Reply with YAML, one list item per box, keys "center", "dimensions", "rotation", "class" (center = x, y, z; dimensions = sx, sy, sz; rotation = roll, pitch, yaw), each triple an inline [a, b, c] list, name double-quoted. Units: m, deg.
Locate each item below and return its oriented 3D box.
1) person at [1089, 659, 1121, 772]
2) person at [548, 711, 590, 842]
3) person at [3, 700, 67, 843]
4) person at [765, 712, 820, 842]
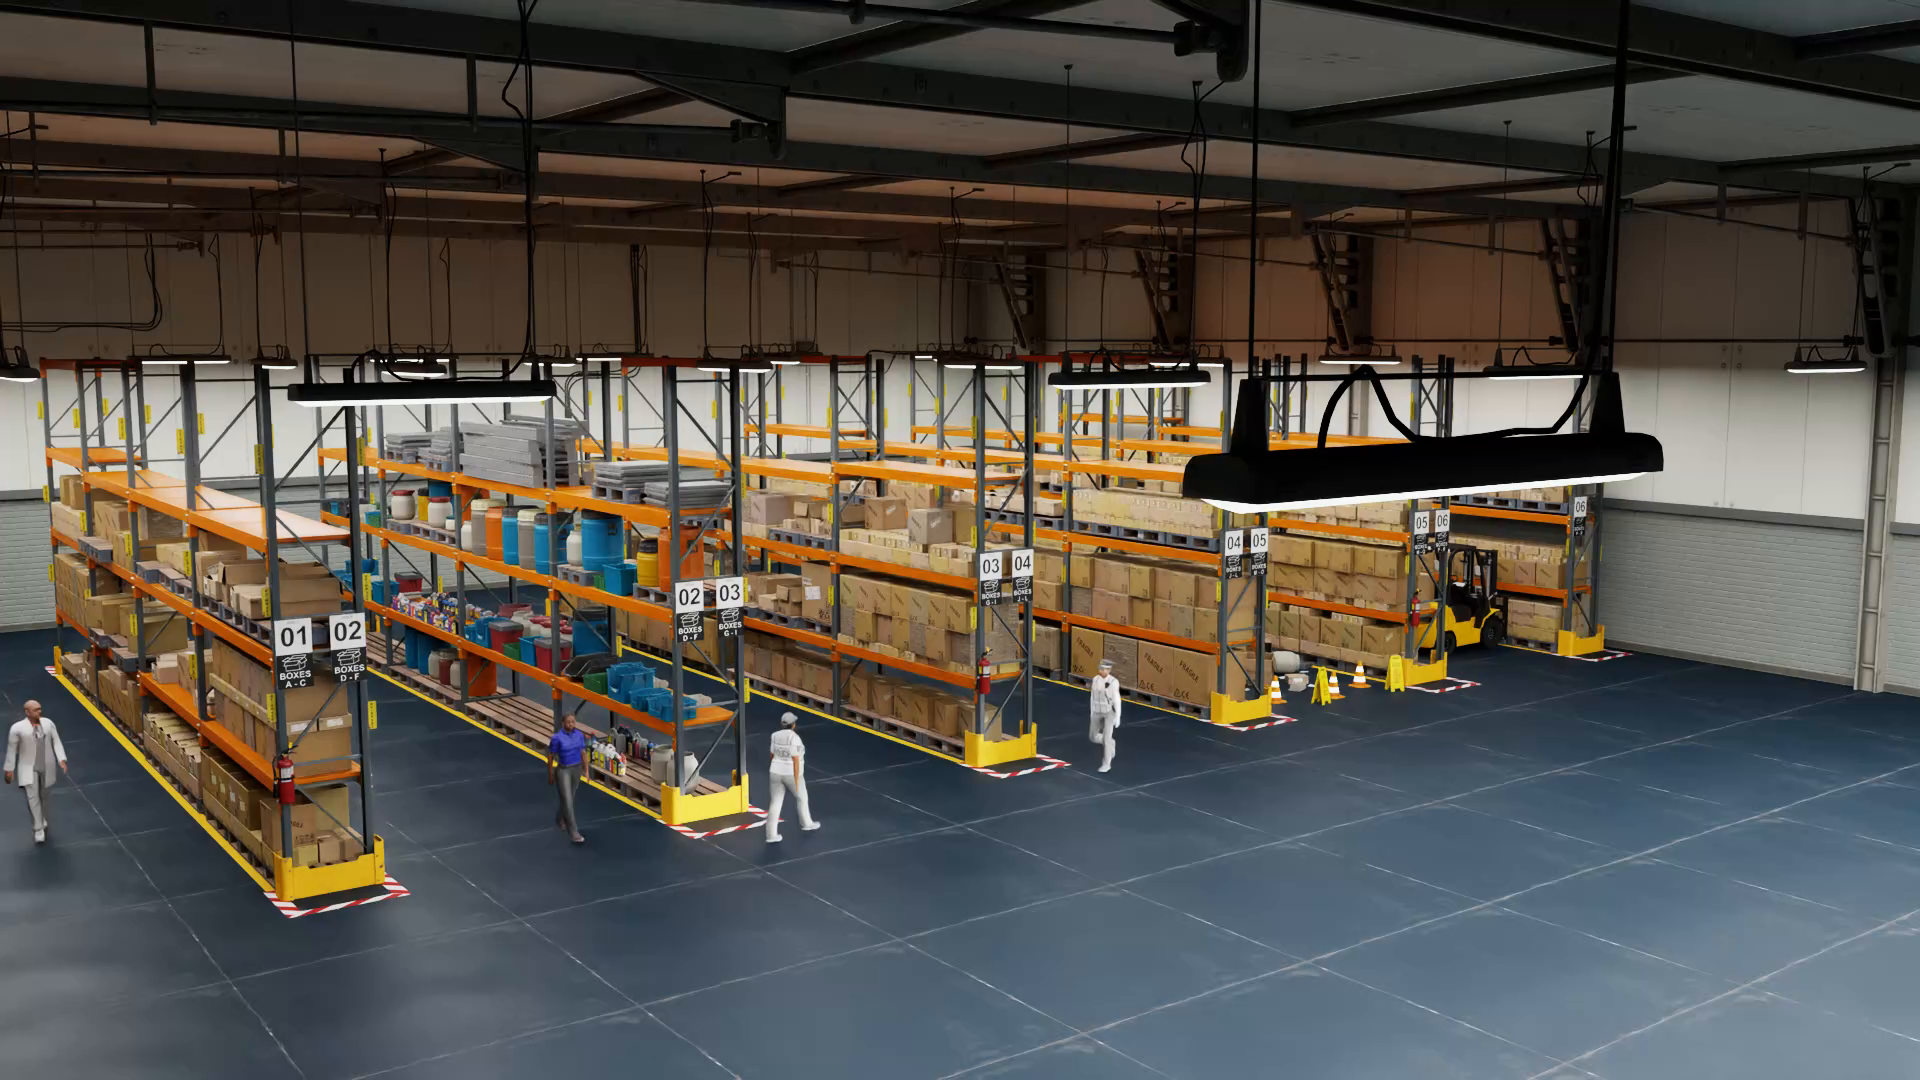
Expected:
- center: [2.176, 2.557, 24.559]
  dimensions: [0.541, 1.657, 0.593]
  rotation: [6, 9, 39]
  class: "person"
- center: [-4.948, 2.981, 21.183]
  dimensions: [0.971, 1.590, 0.468]
  rotation: [7, 9, 44]
  class: "person"
- center: [-11.786, 2.905, 21.225]
  dimensions: [1.114, 1.717, 0.678]
  rotation: [7, 10, 44]
  class: "person"
- center: [-2.189, 2.978, 21.184]
  dimensions: [0.505, 1.590, 0.978]
  rotation: [3, 7, 24]
  class: "person"
